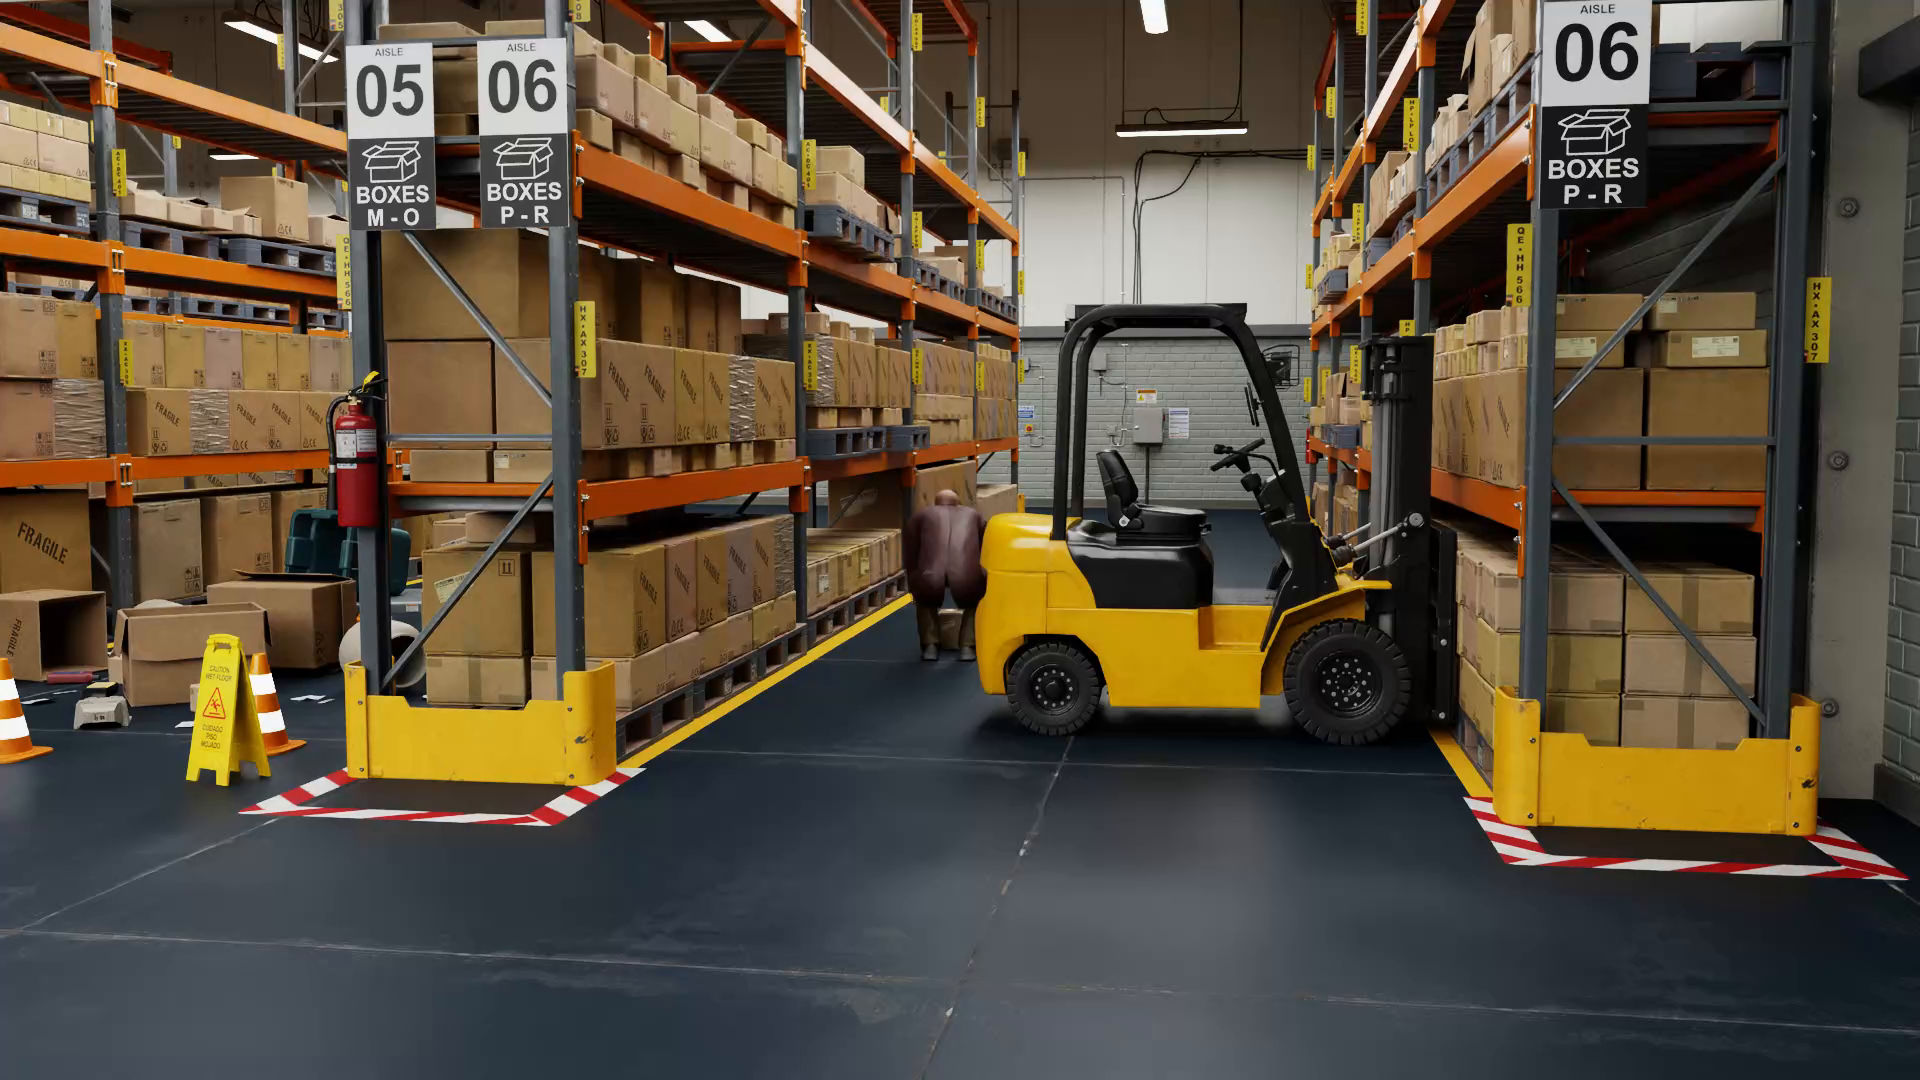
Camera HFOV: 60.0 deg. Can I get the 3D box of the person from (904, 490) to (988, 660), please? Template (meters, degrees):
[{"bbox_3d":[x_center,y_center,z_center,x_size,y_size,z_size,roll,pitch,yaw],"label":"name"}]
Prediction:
[{"bbox_3d":[-0.082,0.236,11.074,0.617,1.081,0.865,0,4,5],"label":"person"}]
